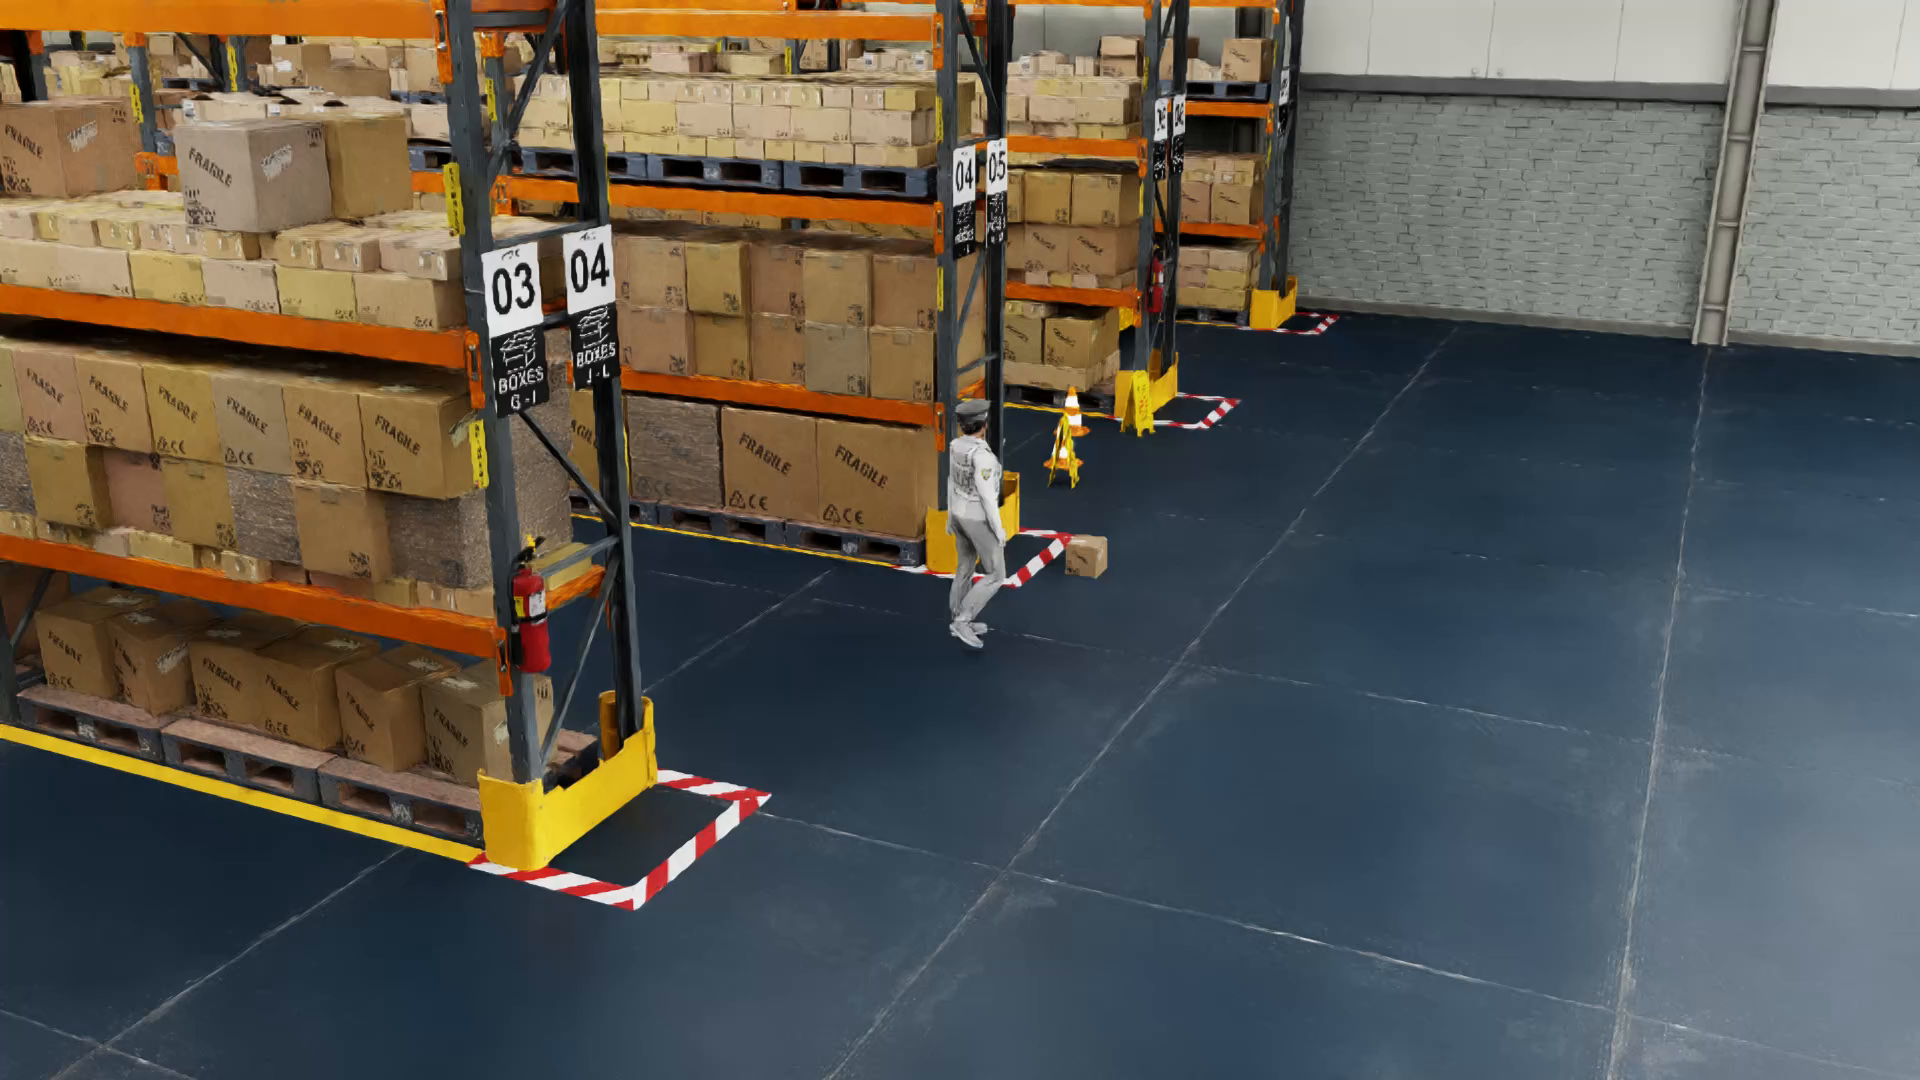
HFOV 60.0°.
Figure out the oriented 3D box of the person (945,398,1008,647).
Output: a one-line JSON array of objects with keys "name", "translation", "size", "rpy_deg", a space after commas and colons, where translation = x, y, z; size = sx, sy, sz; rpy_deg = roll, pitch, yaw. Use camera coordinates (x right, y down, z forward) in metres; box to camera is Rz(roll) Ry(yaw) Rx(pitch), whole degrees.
[{"name": "person", "translation": [0.079, -0.109, 11.323], "size": [0.442, 1.659, 0.650], "rpy_deg": [-9, 21, -24]}]
